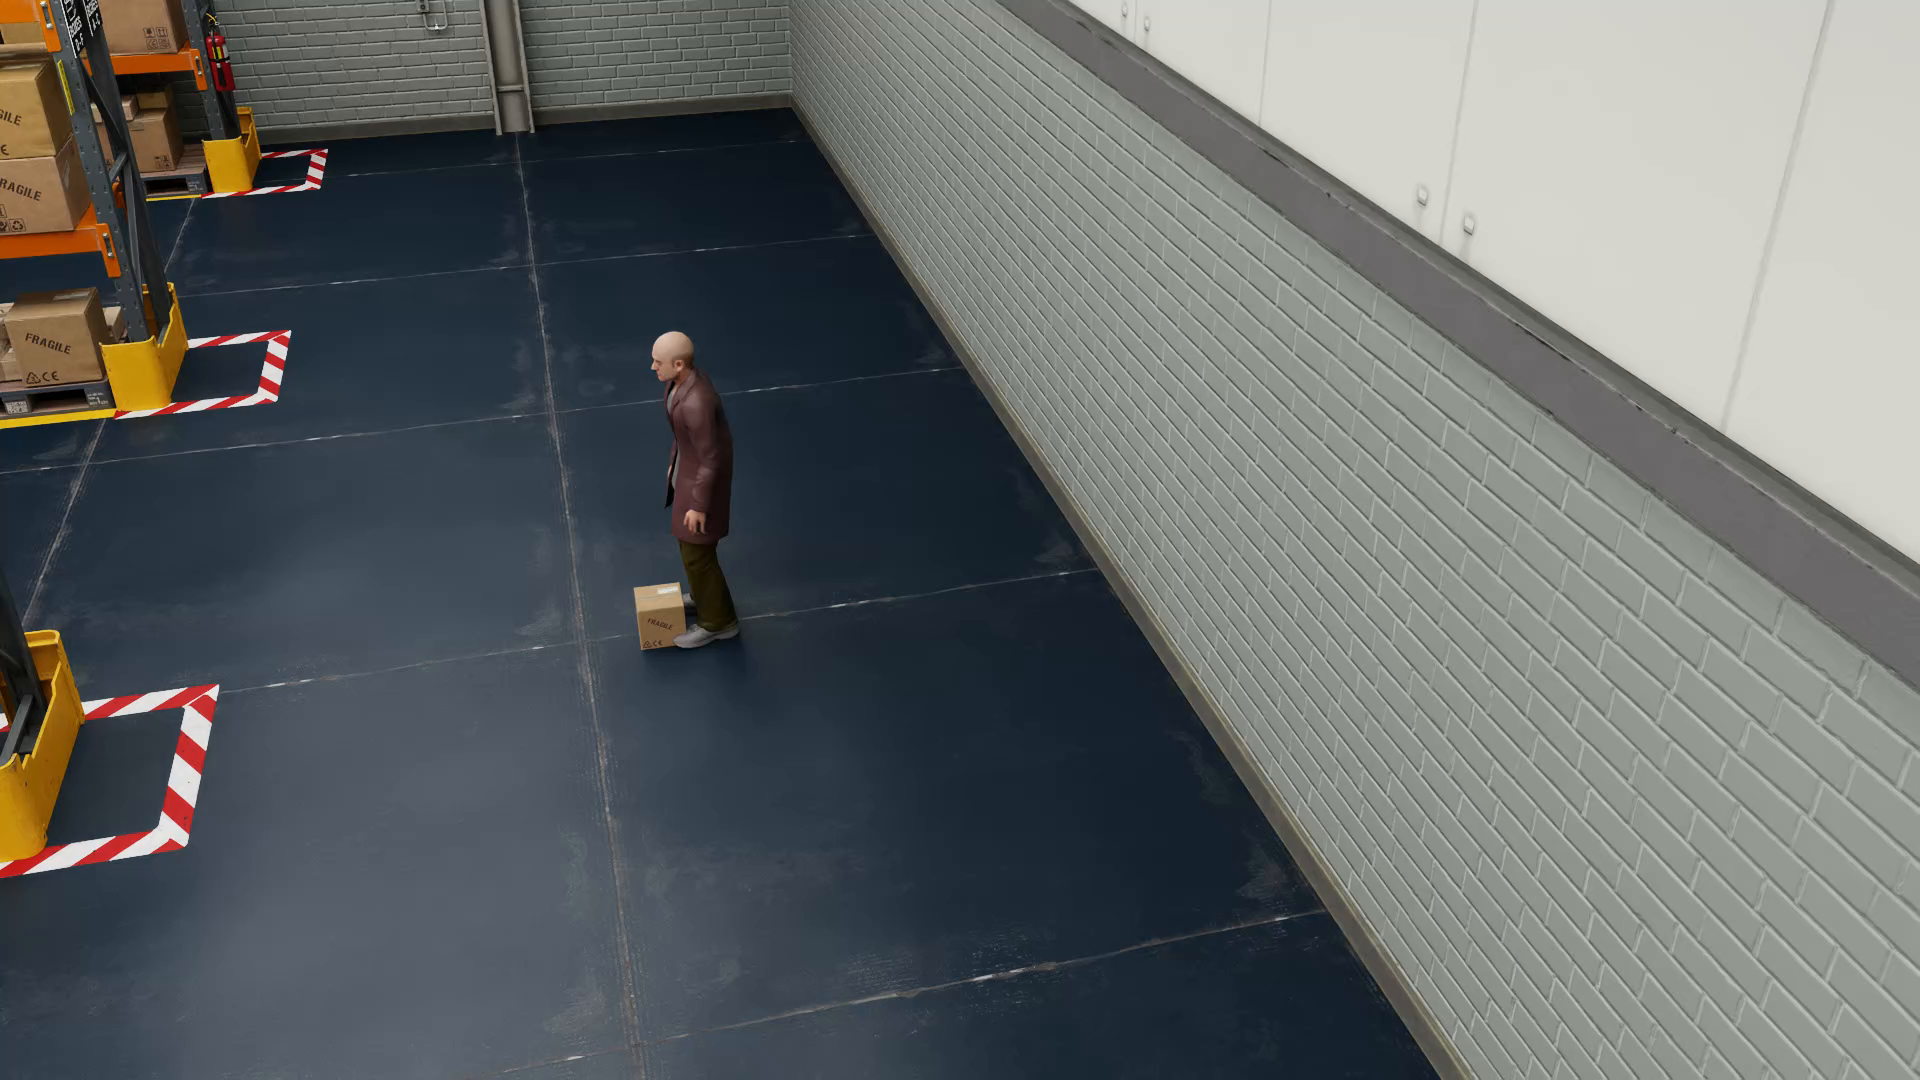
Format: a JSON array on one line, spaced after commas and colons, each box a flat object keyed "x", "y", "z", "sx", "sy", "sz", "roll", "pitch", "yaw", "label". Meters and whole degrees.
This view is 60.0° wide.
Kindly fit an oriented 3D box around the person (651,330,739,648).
[{"x": -1.402, "y": -0.201, "z": 8.807, "sx": 0.426, "sy": 1.577, "sz": 0.644, "roll": -8, "pitch": 31, "yaw": -13, "label": "person"}]
